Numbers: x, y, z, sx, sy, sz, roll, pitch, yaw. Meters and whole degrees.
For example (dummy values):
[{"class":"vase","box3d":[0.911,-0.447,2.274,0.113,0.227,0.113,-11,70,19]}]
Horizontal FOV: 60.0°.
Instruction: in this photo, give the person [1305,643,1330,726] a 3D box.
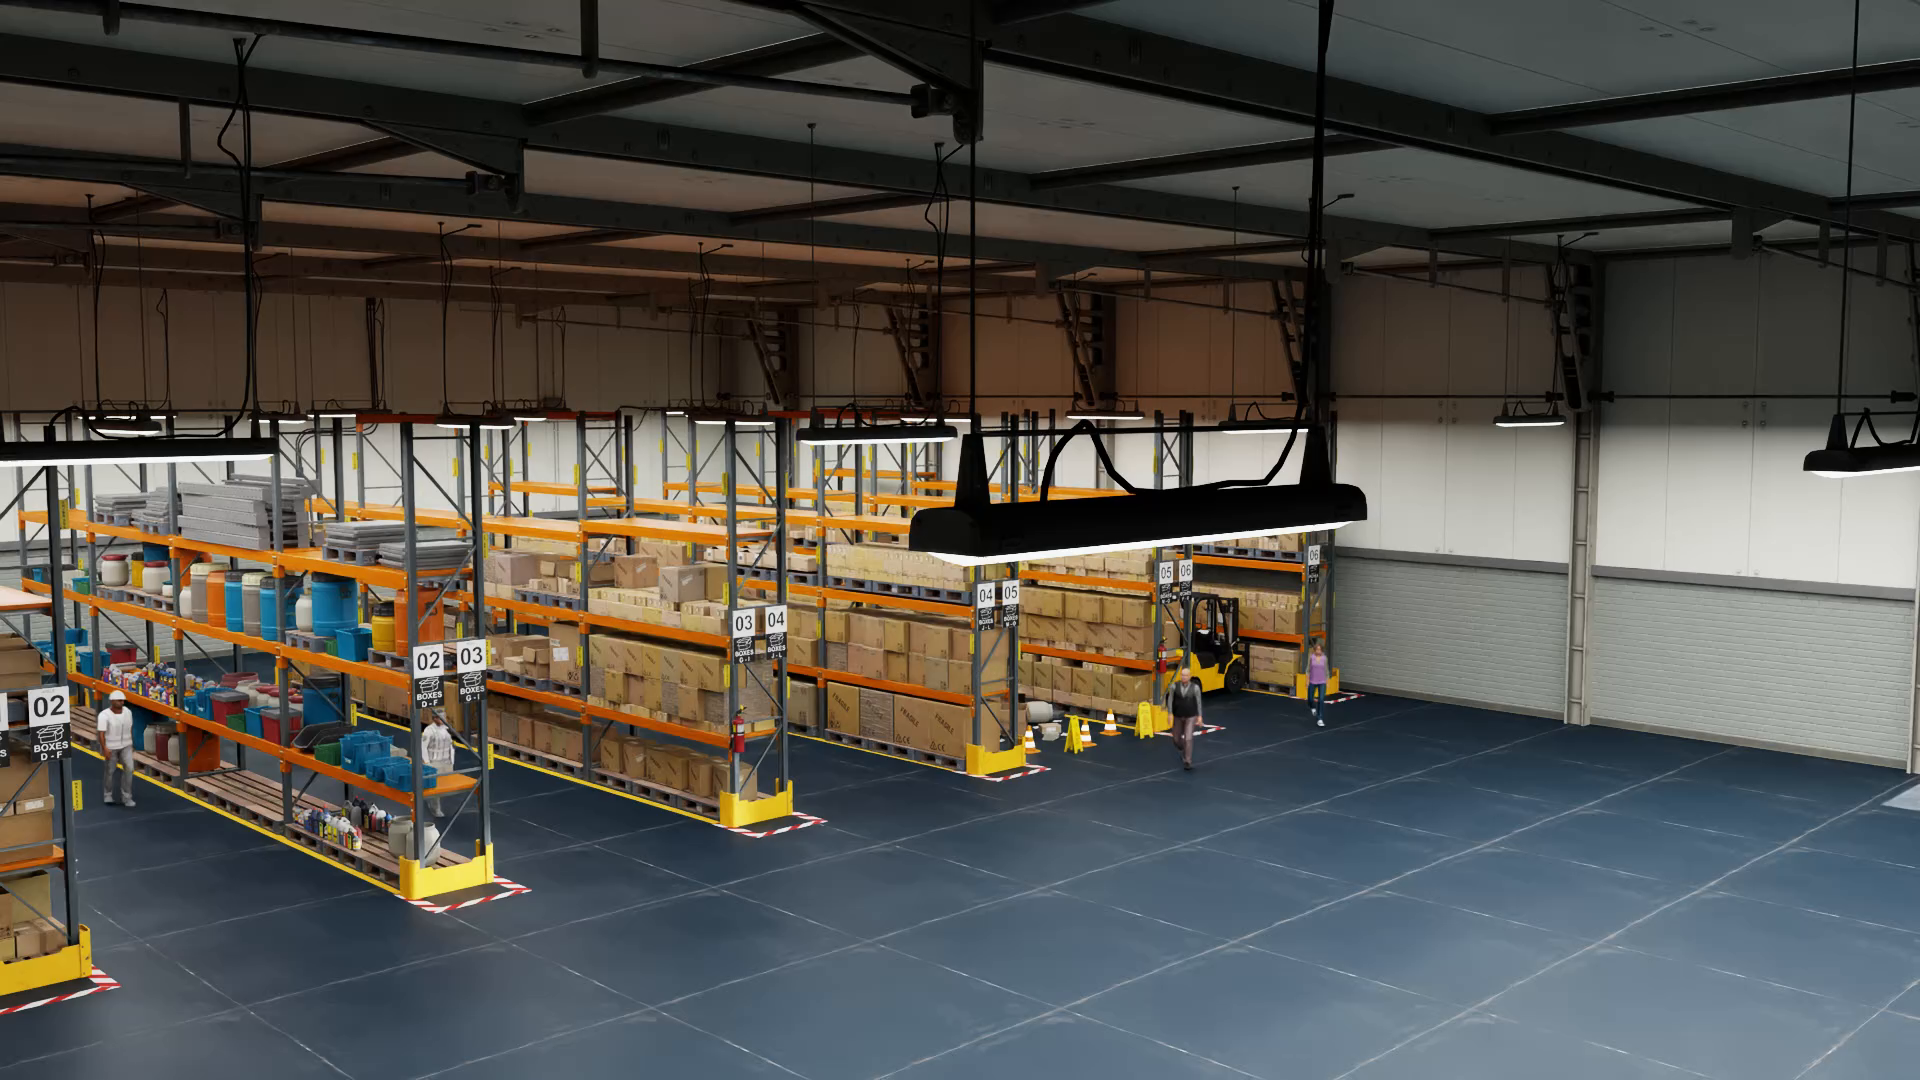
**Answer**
[{"class":"person","box3d":[6.892,2.753,32.025,0.472,1.584,0.598,1,5,11]}]

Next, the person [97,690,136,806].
[{"class":"person","box3d":[-13.044,3.226,25.764,0.654,1.798,0.602,4,6,39]}]

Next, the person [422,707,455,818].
[{"class":"person","box3d":[-7.940,3.332,25.173,0.528,1.659,0.583,4,6,35]}]

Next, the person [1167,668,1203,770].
[{"class":"person","box3d":[3.853,3.020,28.387,0.603,1.706,0.806,2,5,20]}]
